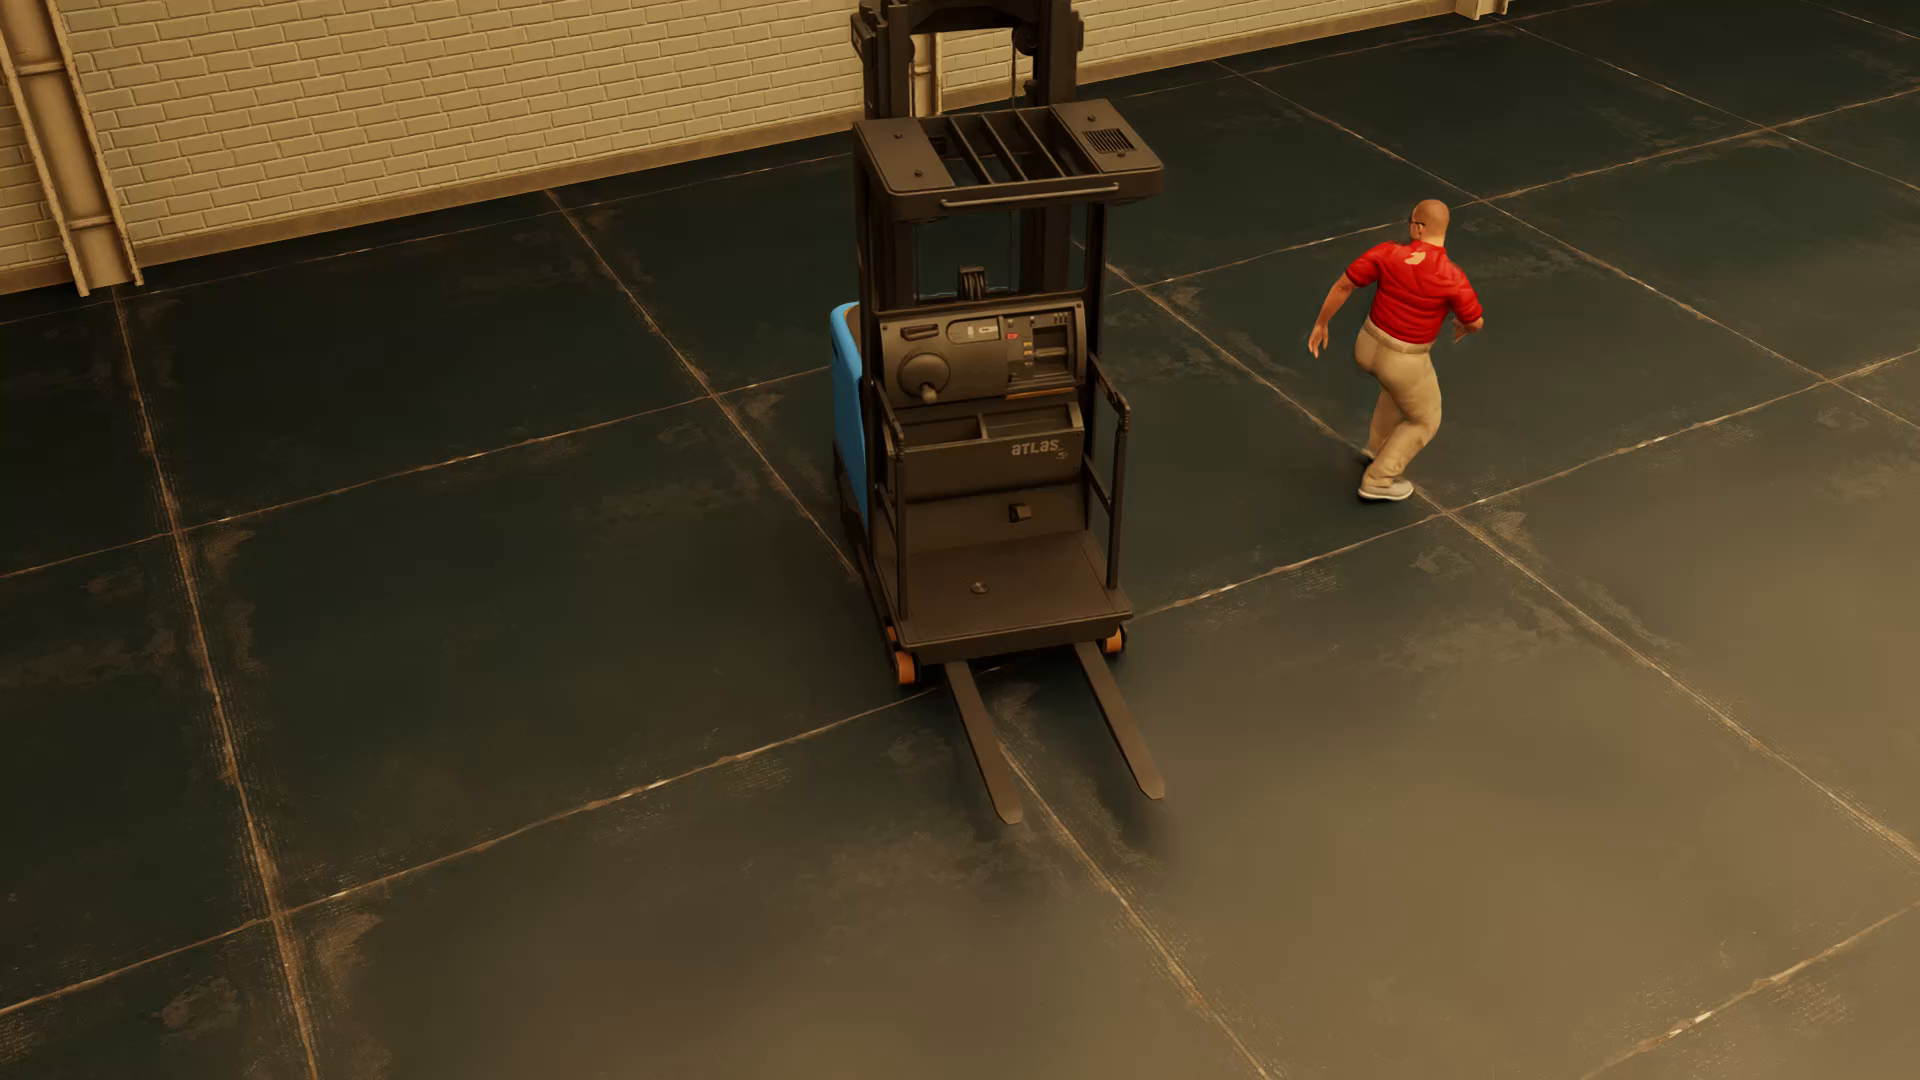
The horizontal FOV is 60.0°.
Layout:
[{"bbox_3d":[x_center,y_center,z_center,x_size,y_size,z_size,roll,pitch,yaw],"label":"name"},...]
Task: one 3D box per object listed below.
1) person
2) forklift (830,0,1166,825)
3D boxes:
[{"bbox_3d":[2.292,-0.948,8.620,0.773,1.722,0.674,-22,41,-28],"label":"person"},{"bbox_3d":[0.160,-0.768,7.210,1.130,2.935,3.031,-8,36,-11],"label":"forklift"}]
